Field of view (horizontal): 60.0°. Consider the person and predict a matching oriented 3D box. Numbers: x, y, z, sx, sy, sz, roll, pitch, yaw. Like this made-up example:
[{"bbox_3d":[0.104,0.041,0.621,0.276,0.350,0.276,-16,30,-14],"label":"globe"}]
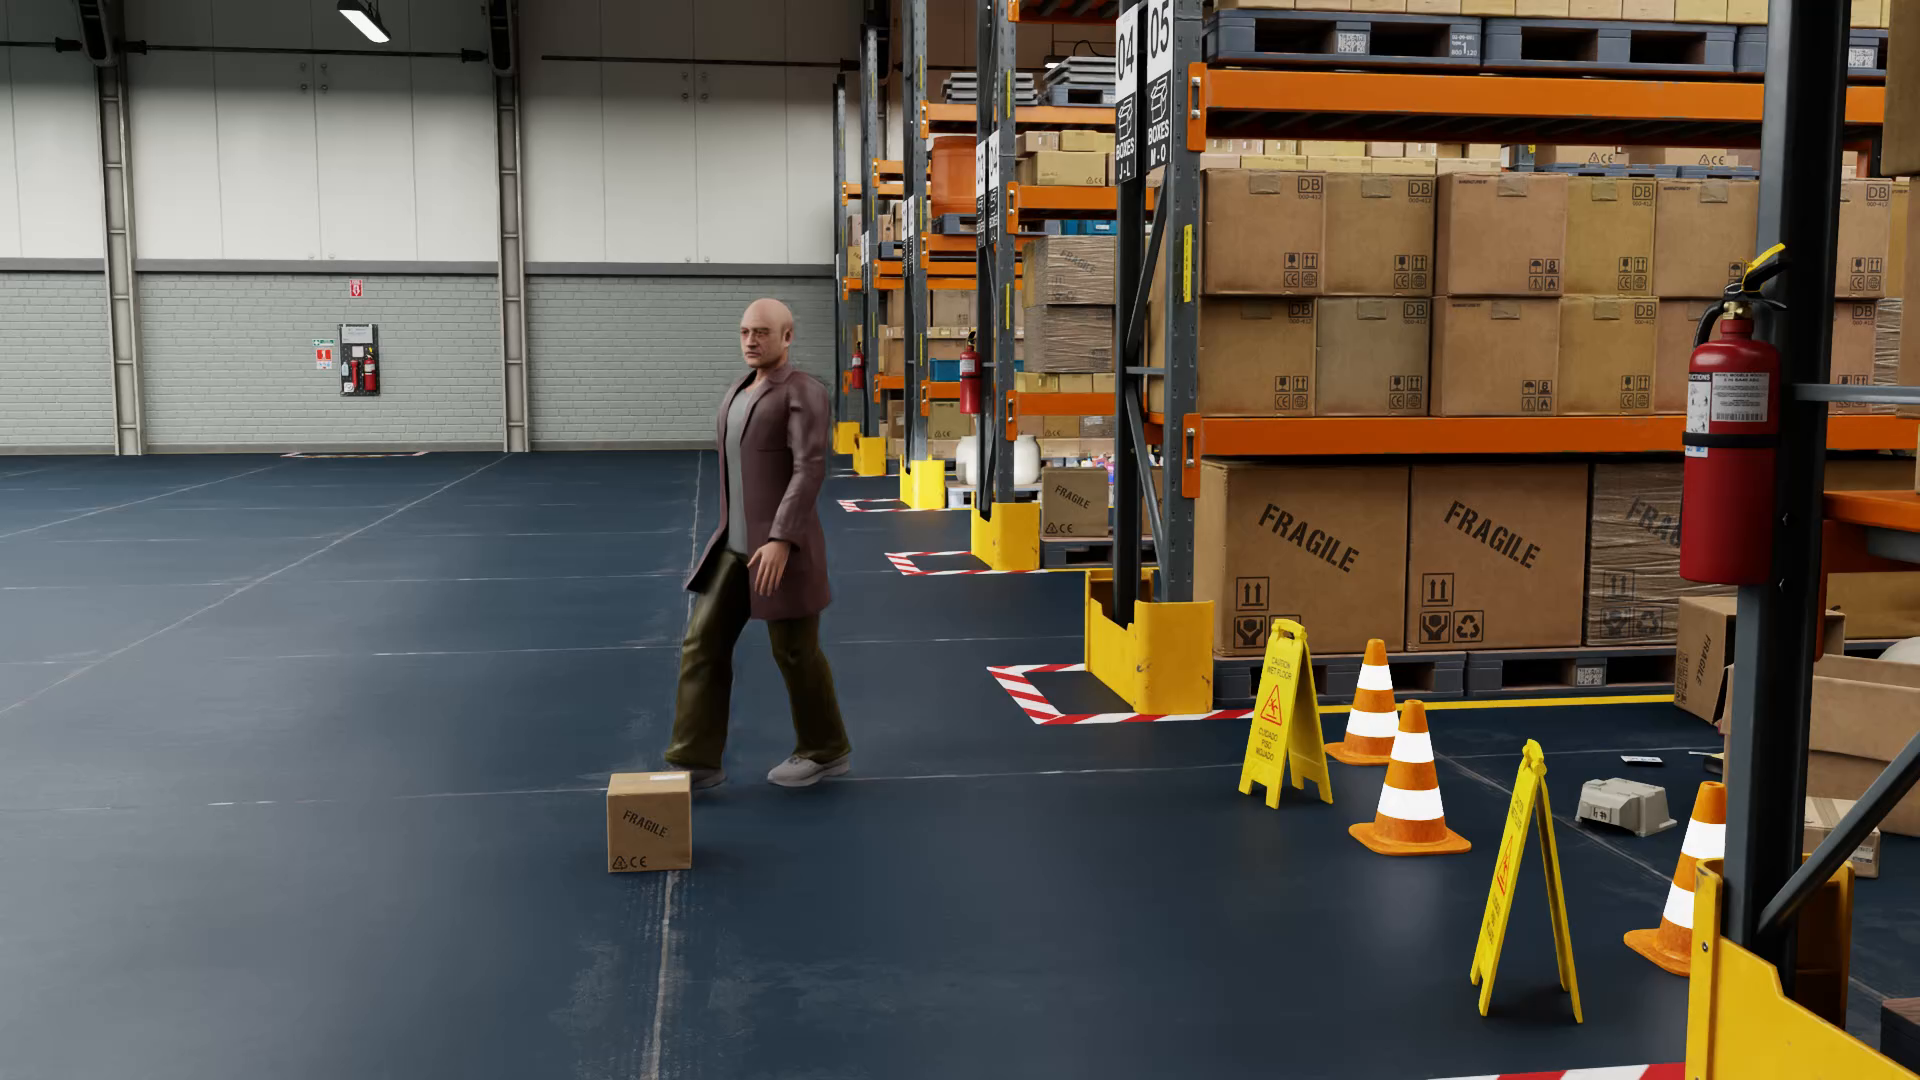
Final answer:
[{"bbox_3d":[-0.753,0.143,5.905,0.812,1.588,0.653,-6,9,-44],"label":"person"}]
